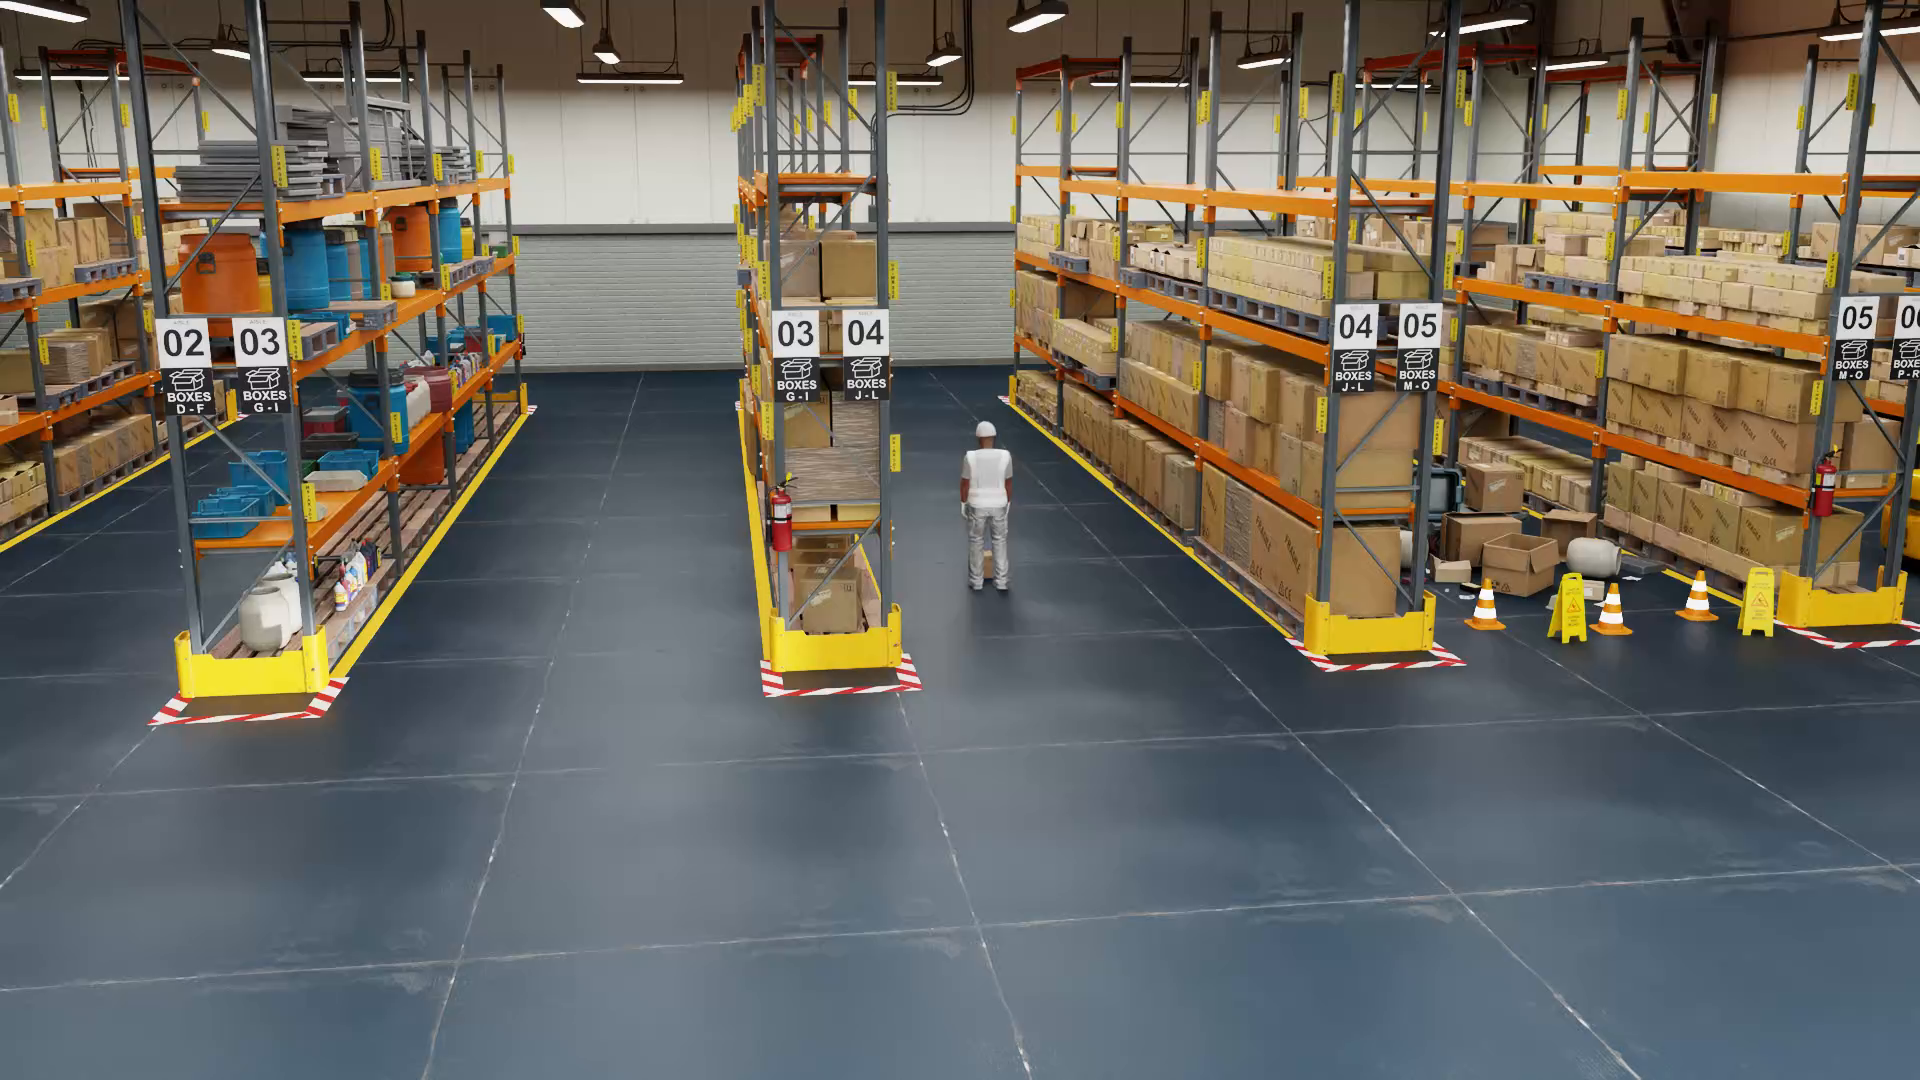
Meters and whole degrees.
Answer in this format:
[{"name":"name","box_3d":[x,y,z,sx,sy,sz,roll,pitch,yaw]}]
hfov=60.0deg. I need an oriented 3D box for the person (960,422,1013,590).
[{"name":"person","box_3d":[0.273,-0.362,17.520,0.548,1.778,0.359,-2,13,-7]}]
